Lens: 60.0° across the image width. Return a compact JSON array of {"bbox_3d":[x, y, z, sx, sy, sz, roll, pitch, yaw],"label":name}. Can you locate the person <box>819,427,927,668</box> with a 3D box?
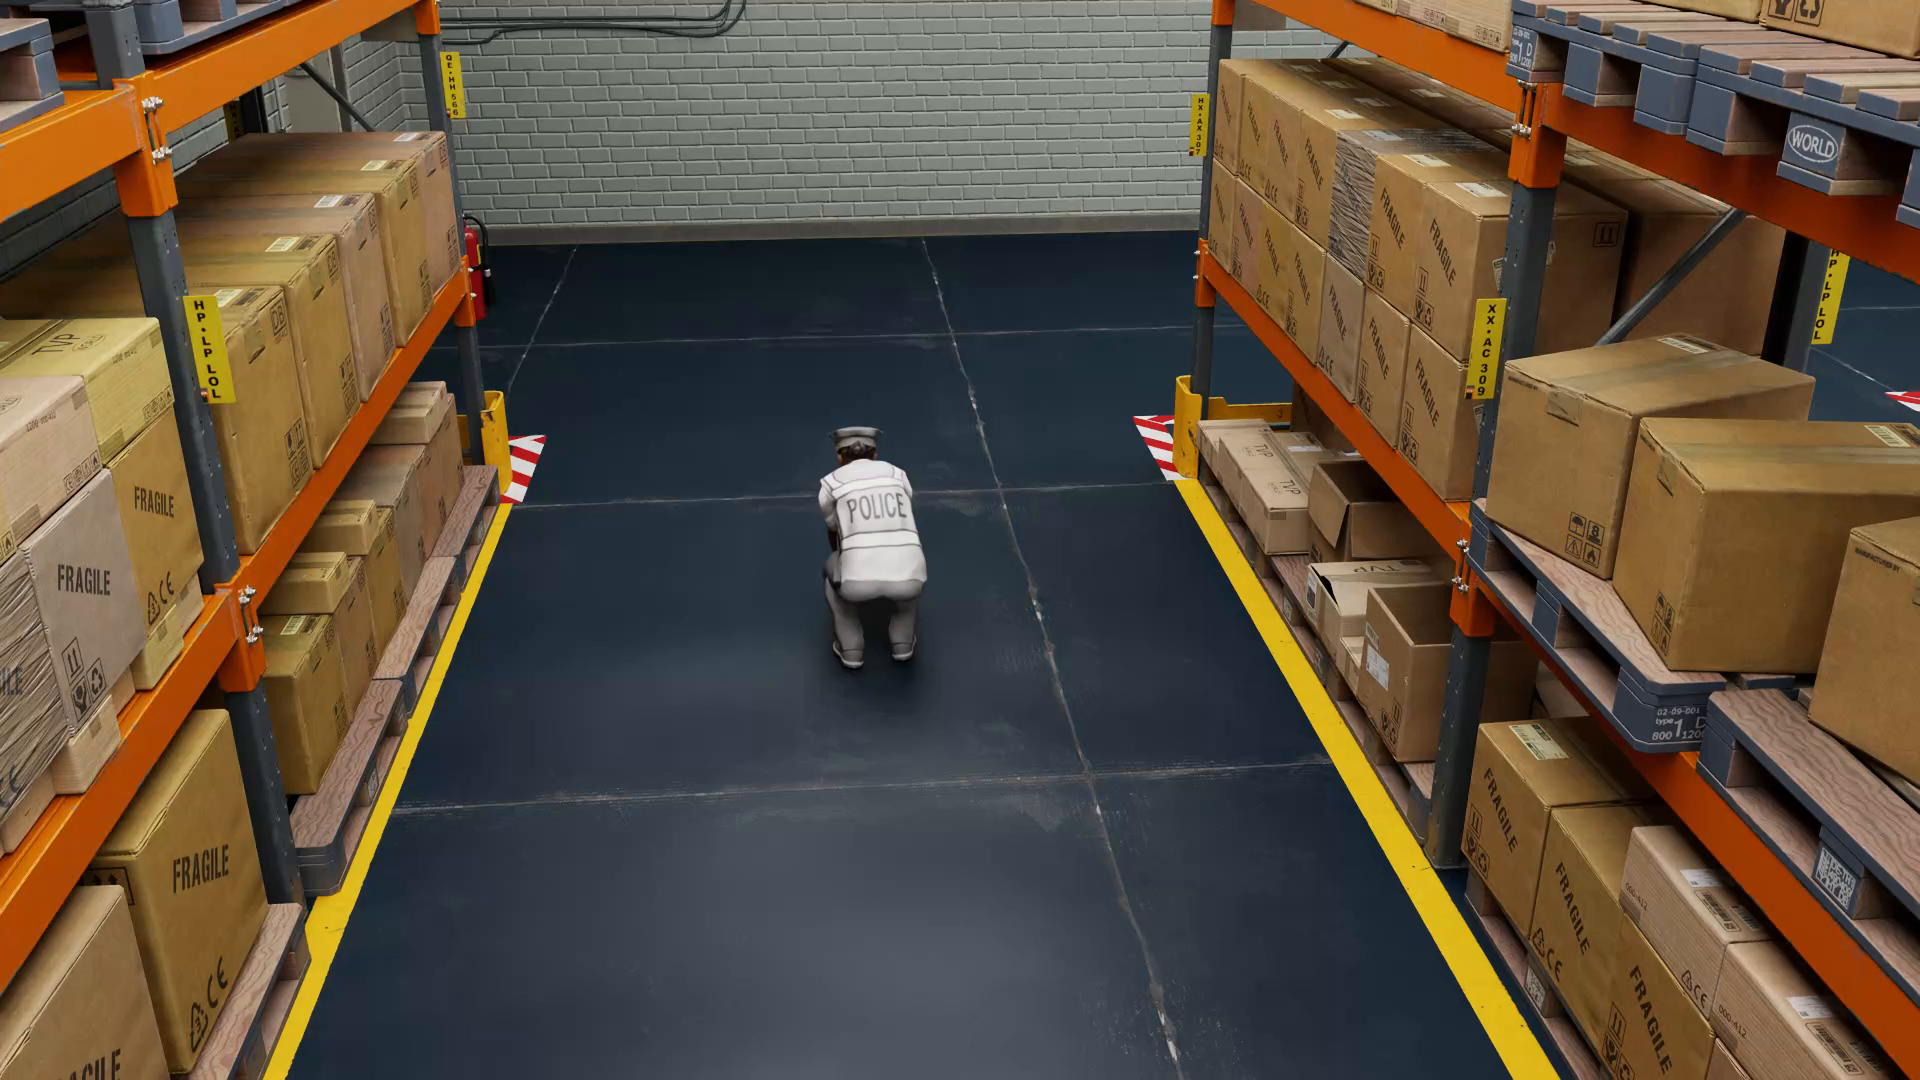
[{"bbox_3d":[-0.394,0.021,7.424,0.453,0.975,0.868,-3,24,-6],"label":"person"}]
